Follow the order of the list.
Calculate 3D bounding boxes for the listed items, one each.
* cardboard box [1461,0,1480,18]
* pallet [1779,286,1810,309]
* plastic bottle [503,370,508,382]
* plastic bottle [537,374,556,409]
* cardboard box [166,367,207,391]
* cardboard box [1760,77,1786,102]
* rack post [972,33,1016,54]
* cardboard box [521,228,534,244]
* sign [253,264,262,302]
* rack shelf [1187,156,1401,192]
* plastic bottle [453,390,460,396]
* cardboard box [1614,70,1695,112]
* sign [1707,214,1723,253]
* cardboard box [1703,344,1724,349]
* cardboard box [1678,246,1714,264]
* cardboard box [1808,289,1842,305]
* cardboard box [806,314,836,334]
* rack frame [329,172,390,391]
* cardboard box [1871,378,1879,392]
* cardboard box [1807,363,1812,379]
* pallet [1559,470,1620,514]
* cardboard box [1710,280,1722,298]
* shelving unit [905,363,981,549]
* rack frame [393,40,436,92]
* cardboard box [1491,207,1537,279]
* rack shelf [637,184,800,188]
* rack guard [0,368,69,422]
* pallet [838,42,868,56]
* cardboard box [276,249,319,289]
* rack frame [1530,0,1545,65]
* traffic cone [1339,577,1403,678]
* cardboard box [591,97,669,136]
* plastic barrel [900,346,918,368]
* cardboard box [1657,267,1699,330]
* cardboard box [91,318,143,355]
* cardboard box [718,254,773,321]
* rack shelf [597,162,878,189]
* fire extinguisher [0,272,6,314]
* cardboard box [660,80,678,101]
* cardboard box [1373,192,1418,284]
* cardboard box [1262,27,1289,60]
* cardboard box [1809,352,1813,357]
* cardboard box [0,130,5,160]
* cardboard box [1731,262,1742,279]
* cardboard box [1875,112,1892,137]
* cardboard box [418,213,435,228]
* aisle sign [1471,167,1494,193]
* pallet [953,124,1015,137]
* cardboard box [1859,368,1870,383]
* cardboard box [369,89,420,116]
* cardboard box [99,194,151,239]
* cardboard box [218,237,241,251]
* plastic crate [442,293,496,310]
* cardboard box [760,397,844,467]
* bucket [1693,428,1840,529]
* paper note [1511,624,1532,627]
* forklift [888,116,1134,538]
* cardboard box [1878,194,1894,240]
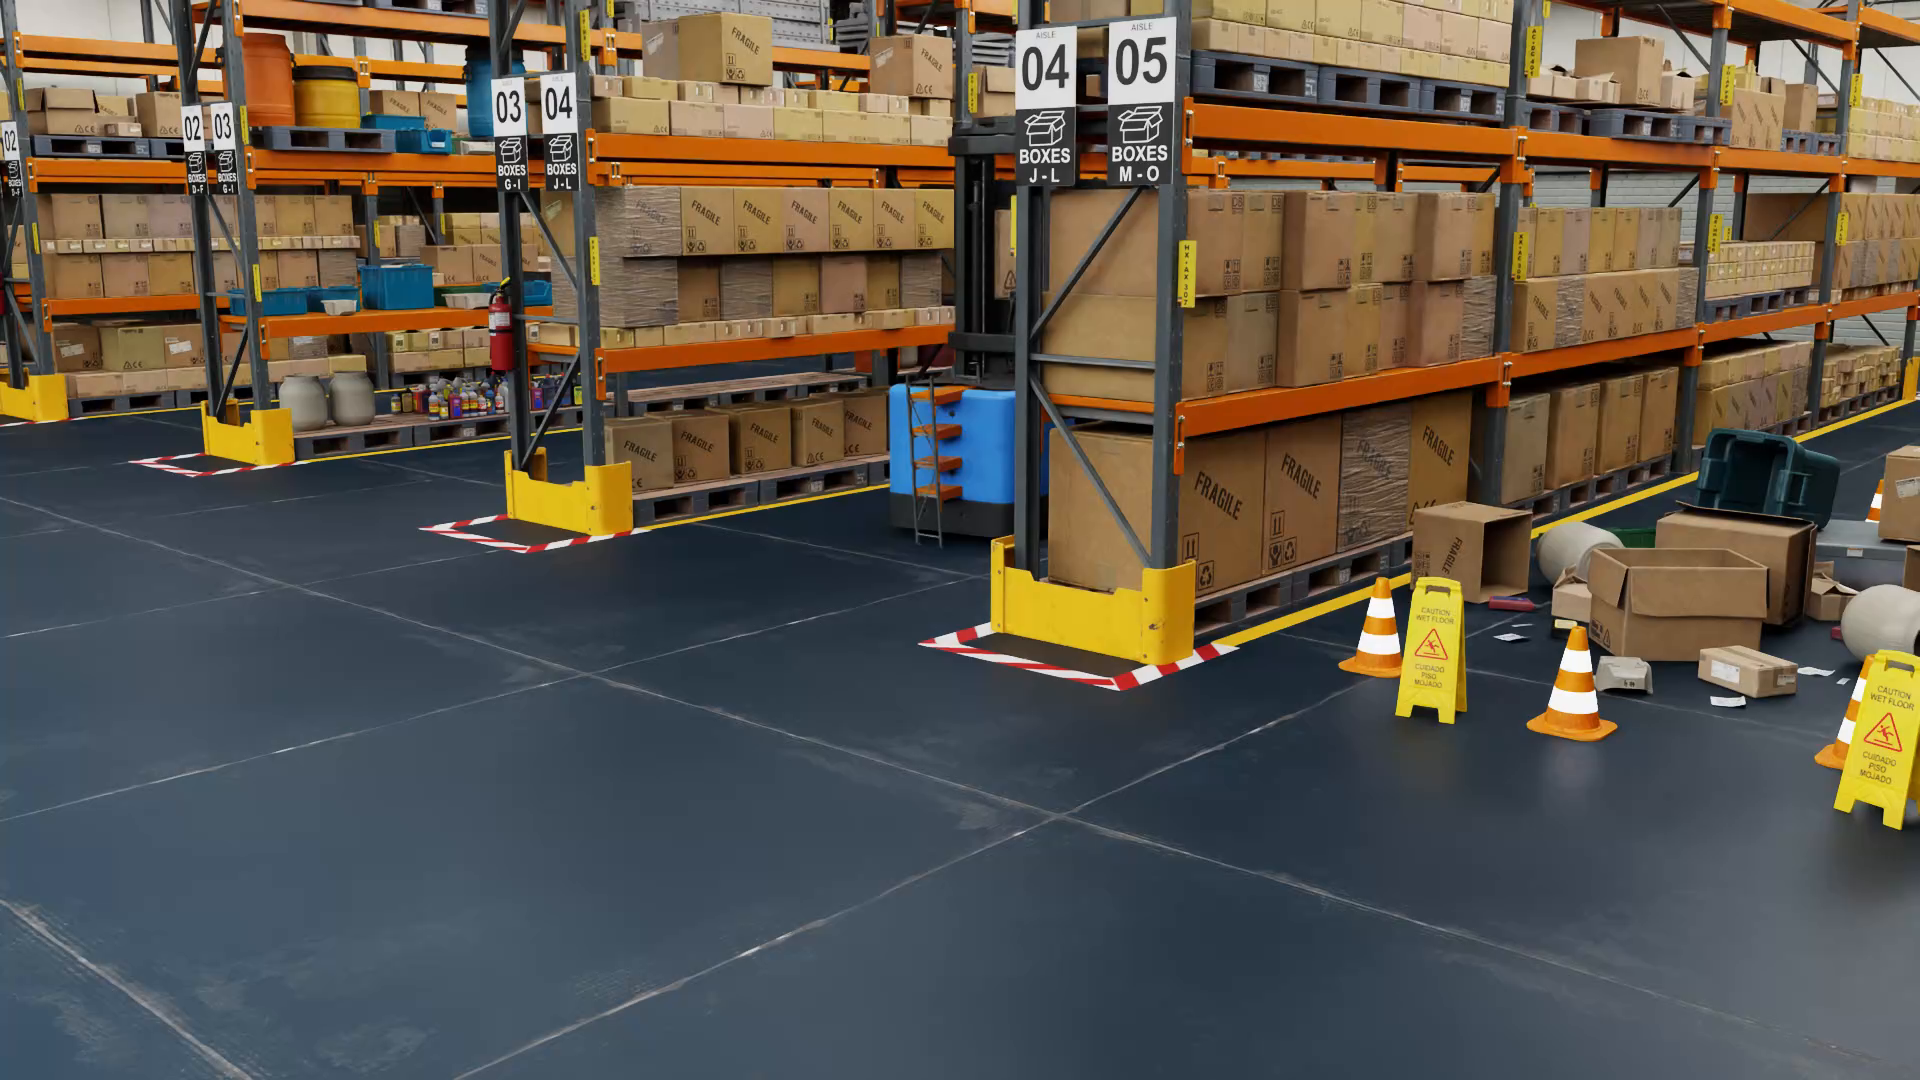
[{"bbox_3d":[3.017,-3.341,10.401,0.380,0.149,0.250,10,15,40],"label":"cardboard box"},{"bbox_3d":[8.020,-2.506,17.089,1.003,0.211,1.213,10,15,40],"label":"pallet"},{"bbox_3d":[-4.872,-1.665,18.028,0.144,0.351,0.185,10,15,42],"label":"plastic bottle"},{"bbox_3d":[-4.362,-1.570,17.551,0.144,0.351,0.185,9,14,38],"label":"plastic bottle"},{"bbox_3d":[-9.207,-1.921,19.618,0.500,0.250,0.500,10,15,40],"label":"cardboard box"},{"bbox_3d":[7.515,-4.211,16.141,0.797,0.503,0.637,10,15,40],"label":"cardboard box"},{"bbox_3d":[0.674,-6.775,22.850,0.937,0.300,0.954,9,15,39],"label":"rack post"},{"bbox_3d":[-7.635,-5.074,28.393,0.500,0.500,0.500,10,15,40],"label":"cardboard box"},{"bbox_3d":[-6.257,-2.289,14.804,0.100,0.325,0.005,10,15,40],"label":"sign"},{"bbox_3d":[3.654,-4.174,19.127,1.077,0.370,4.000,10,15,40],"label":"rack shelf"},{"bbox_3d":[-5.280,-1.465,17.407,0.097,0.201,0.097,0,11,0],"label":"plastic bottle"},{"bbox_3d":[5.528,-3.595,13.292,0.500,0.311,0.500,10,15,40],"label":"cardboard box"},{"bbox_3d":[6.412,-2.602,14.122,0.100,0.325,0.005,10,15,40],"label":"sign"},{"bbox_3d":[7.258,-1.814,16.529,0.500,0.250,0.500,11,15,42],"label":"cardboard box"},{"bbox_3d":[6.446,-2.523,14.736,0.380,0.149,0.250,10,15,40],"label":"cardboard box"},{"bbox_3d":[9.066,-2.570,17.560,0.380,0.149,0.250,11,15,42],"label":"cardboard box"},{"bbox_3d":[-1.229,-1.761,13.511,0.380,0.149,0.250,10,15,40],"label":"cardboard box"},{"bbox_3d":[-7.745,-3.454,21.346,1.000,3.000,0.127,10,15,40],"label":"rack frame"},{"bbox_3d":[10.476,-1.823,19.388,0.380,0.149,0.250,9,14,38],"label":"cardboard box"},{"bbox_3d":[9.016,-1.817,17.838,0.380,0.149,0.250,11,15,43],"label":"cardboard box"},{"bbox_3d":[4.610,-0.453,13.439,1.003,0.211,1.213,10,15,40],"label":"pallet"},{"bbox_3d":[6.617,-2.267,14.972,0.380,0.149,0.250,11,16,43],"label":"cardboard box"},{"bbox_3d":[-0.084,-0.585,11.515,0.258,1.200,0.503,9,19,40],"label":"shelving unit"},{"bbox_3d":[-8.828,-7.624,26.909,1.000,3.000,0.127,10,15,40],"label":"rack frame"},{"bbox_3d":[3.676,-2.130,11.908,0.700,0.500,0.500,9,15,39],"label":"cardboard box"},{"bbox_3d":[-4.868,-6.683,31.693,1.077,0.370,4.000,10,15,40],"label":"rack shelf"},{"bbox_3d":[-10.402,-1.636,18.627,1.175,0.500,0.348,10,15,40],"label":"rack guard"},{"bbox_3d":[-0.887,-6.157,21.065,1.213,0.211,1.003,10,15,40],"label":"pallet"},{"bbox_3d":[-8.377,-3.359,20.613,0.700,0.500,0.500,10,15,40],"label":"cardboard box"},{"bbox_3d":[7.615,-6.880,23.183,1.000,3.000,0.127,10,15,40],"label":"rack frame"},{"bbox_3d":[2.129,0.421,8.420,0.336,0.463,0.334,10,15,40],"label":"traffic cone"},{"bbox_3d":[-2.435,-3.019,11.893,0.500,0.250,0.500,10,15,42],"label":"cardboard box"},{"bbox_3d":[-0.771,-2.556,22.131,0.421,0.512,0.421,0,11,0],"label":"plastic barrel"},{"bbox_3d":[5.897,-2.053,14.077,0.500,0.500,0.500,10,15,40],"label":"cardboard box"},{"bbox_3d":[-12.124,-2.926,23.962,0.500,0.500,0.500,8,14,36],"label":"cardboard box"},{"bbox_3d":[-1.961,-2.014,13.119,0.875,0.500,0.500,10,15,40],"label":"cardboard box"},{"bbox_3d":[-2.707,-4.226,19.387,1.077,0.370,4.000,10,15,40],"label":"rack shelf"},{"bbox_3d":[-10.813,-2.870,18.621,0.296,0.674,0.183,10,15,40],"label":"fire extinguisher"},{"bbox_3d":[-2.274,-3.266,12.114,0.380,0.149,0.250,9,15,39],"label":"cardboard box"},{"bbox_3d":[2.348,-1.912,10.487,0.875,0.550,0.550,10,15,40],"label":"cardboard box"},{"bbox_3d":[1.513,-2.614,8.797,0.380,0.149,0.250,10,15,41],"label":"cardboard box"},{"bbox_3d":[9.725,-2.103,19.270,0.380,0.149,0.250,10,15,40],"label":"cardboard box"},{"bbox_3d":[-12.980,-5.203,22.140,0.500,0.500,0.500,11,16,43],"label":"cardboard box"},{"bbox_3d":[6.980,-2.496,15.359,0.380,0.149,0.250,10,15,41],"label":"cardboard box"},{"bbox_3d":[9.806,-4.521,18.135,0.500,0.250,0.500,10,15,41],"label":"cardboard box"},{"bbox_3d":[-8.724,-5.355,27.884,0.500,0.250,0.500,10,15,42],"label":"cardboard box"},{"bbox_3d":[7.437,-5.262,23.763,0.394,0.787,0.004,10,15,40],"label":"aisle sign"},{"bbox_3d":[0.181,-3.629,15.041,1.213,0.211,1.003,10,15,40],"label":"pallet"},{"bbox_3d":[10.122,-1.887,18.949,0.380,0.149,0.250,10,15,41],"label":"cardboard box"},{"bbox_3d":[-7.309,-5.511,21.381,0.500,0.500,0.500,10,15,41],"label":"cardboard box"},{"bbox_3d":[-9.690,-3.704,19.028,0.700,0.500,0.500,9,15,39],"label":"cardboard box"},{"bbox_3d":[-8.776,-3.527,19.802,0.380,0.149,0.250,10,15,42],"label":"cardboard box"},{"bbox_3d":[-4.909,-2.412,16.803,0.530,0.136,0.437,10,15,40],"label":"plastic crate"},{"bbox_3d":[-1.324,-0.912,13.931,0.500,0.500,0.500,8,14,35],"label":"cardboard box"},{"bbox_3d":[4.995,-0.339,10.225,0.620,0.611,0.726,5,7,-30],"label":"bucket"},{"bbox_3d":[3.144,0.477,9.300,0.123,0.001,0.032,-4,12,-18],"label":"paper note"},{"bbox_3d":[0.684,-1.673,12.605,1.130,2.935,3.031,7,13,31],"label":"forklift"},{"bbox_3d":[10.141,-3.637,18.697,0.500,0.500,0.500,9,14,38],"label":"cardboard box"}]
